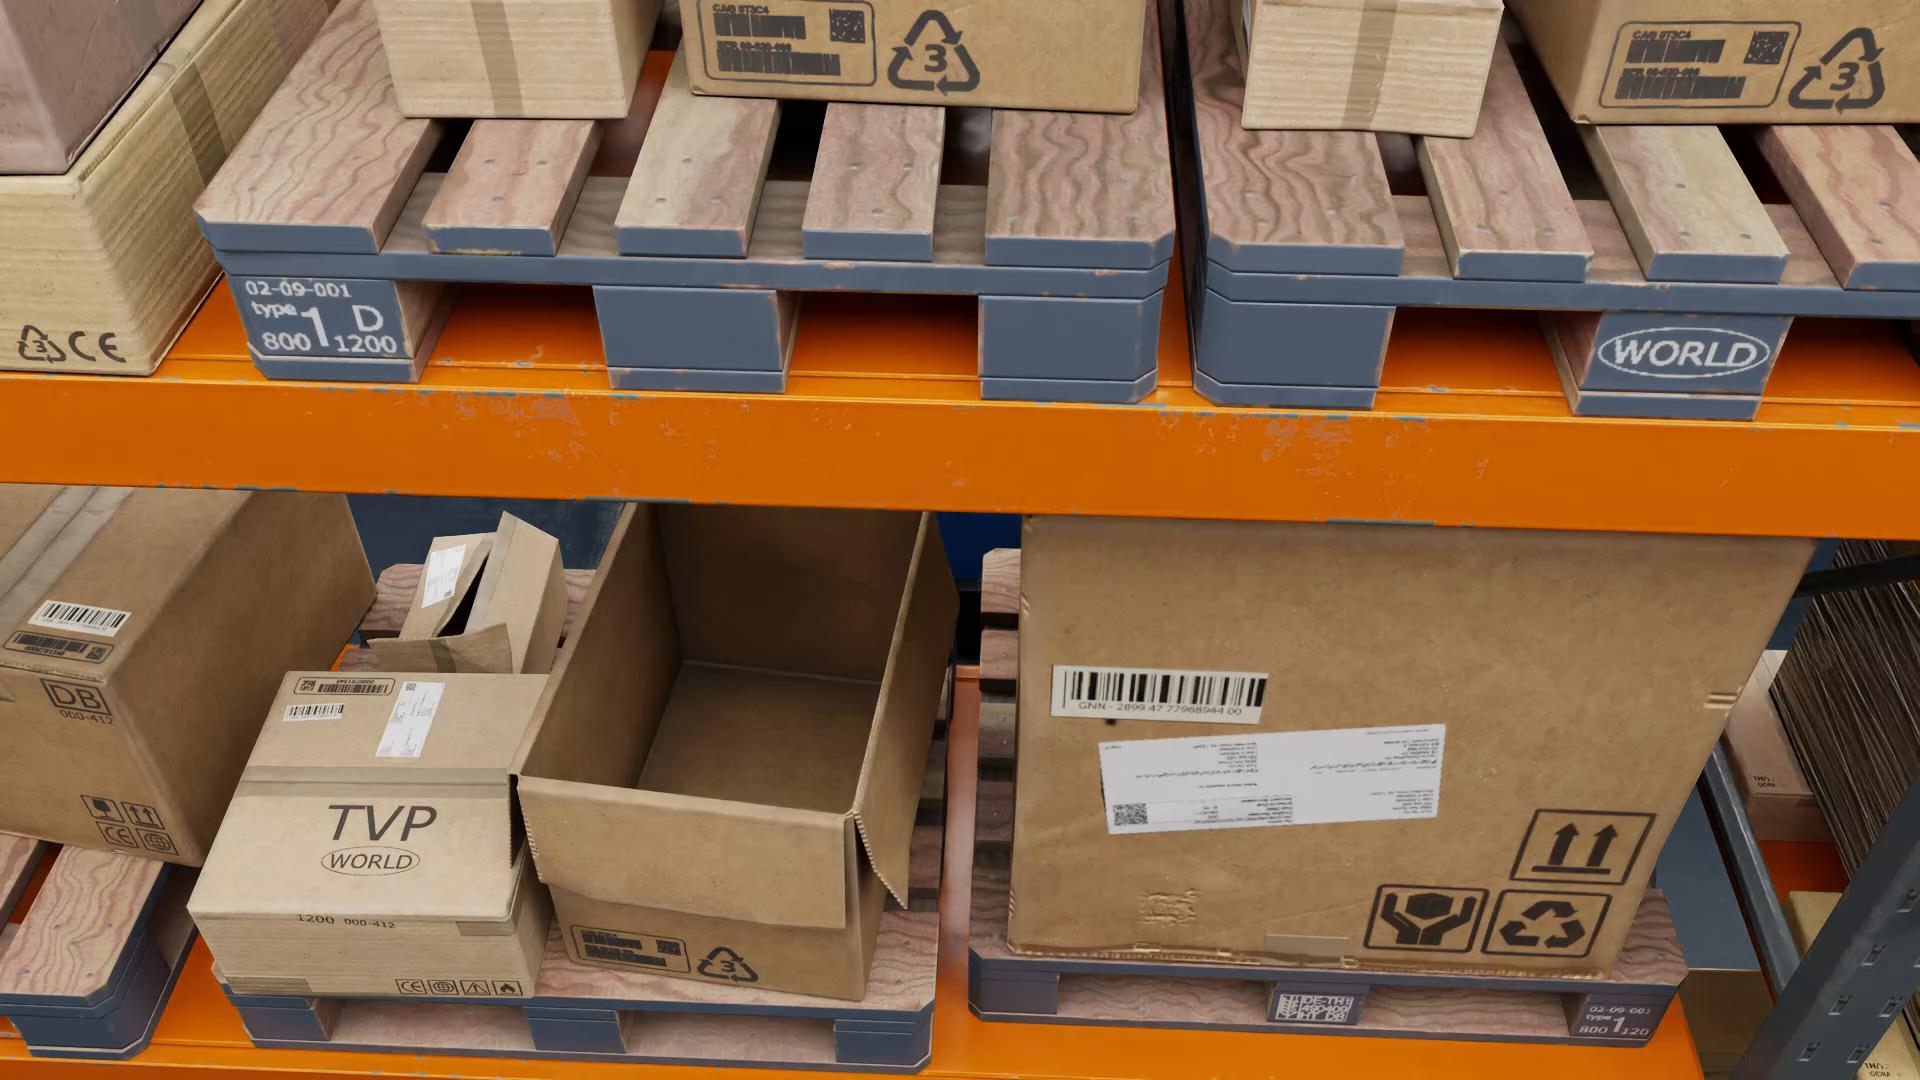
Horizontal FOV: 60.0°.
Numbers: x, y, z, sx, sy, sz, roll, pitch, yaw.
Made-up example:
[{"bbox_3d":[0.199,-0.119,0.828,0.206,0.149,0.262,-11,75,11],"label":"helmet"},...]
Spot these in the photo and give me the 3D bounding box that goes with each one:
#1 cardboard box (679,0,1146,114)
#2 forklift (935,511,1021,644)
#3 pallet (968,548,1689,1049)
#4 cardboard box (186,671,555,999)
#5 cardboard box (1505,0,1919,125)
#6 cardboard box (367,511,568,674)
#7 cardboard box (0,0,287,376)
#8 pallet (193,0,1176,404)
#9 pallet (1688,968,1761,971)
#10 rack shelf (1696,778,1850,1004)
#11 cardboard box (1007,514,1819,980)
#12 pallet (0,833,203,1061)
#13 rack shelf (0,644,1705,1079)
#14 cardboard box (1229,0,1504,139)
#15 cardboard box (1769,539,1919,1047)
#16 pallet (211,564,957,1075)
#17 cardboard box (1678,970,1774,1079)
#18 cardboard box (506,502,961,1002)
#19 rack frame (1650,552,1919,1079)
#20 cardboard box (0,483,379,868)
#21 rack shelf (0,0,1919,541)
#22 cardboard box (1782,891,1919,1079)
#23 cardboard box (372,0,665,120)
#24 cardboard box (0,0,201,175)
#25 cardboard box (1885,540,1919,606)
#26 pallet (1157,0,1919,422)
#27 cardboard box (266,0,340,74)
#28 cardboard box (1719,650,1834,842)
[{"bbox_3d":[-0.016,-0.895,1.926,0.637,0.503,0.797,3,43,4],"label":"cardboard box"},{"bbox_3d":[1.017,-1.072,4.750,3.031,2.935,1.130,0,43,0],"label":"forklift"},{"bbox_3d":[0.633,0.452,3.205,1.213,0.211,1.003,2,43,2],"label":"pallet"},{"bbox_3d":[-0.942,0.490,2.825,0.500,0.250,0.500,1,43,1],"label":"cardboard box"},{"bbox_3d":[0.925,-0.867,1.895,0.637,0.503,0.797,0,43,0],"label":"cardboard box"},{"bbox_3d":[-0.928,0.144,3.185,0.258,0.266,0.396,1,43,1],"label":"cardboard box"},{"bbox_3d":[-1.121,-0.448,1.940,0.500,0.250,0.500,3,43,3],"label":"cardboard box"},{"bbox_3d":[-0.258,-0.646,2.180,1.003,0.211,1.213,2,43,2],"label":"pallet"},{"bbox_3d":[2.063,1.521,3.963,1.213,0.211,1.003,2,43,2],"label":"pallet"},{"bbox_3d":[3.388,0.829,3.188,4.000,0.370,1.077,2,43,2],"label":"rack shelf"},{"bbox_3d":[0.603,0.011,2.789,1.000,1.000,1.000,2,43,2],"label":"cardboard box"},{"bbox_3d":[-1.889,0.401,3.260,1.003,0.211,1.213,2,43,2],"label":"pallet"},{"bbox_3d":[-0.608,0.706,3.319,4.000,0.370,1.077,2,43,2],"label":"rack shelf"},{"bbox_3d":[0.447,-0.659,1.846,0.258,0.266,0.396,3,43,3],"label":"cardboard box"},{"bbox_3d":[1.837,0.414,2.813,0.500,0.500,0.875,2,43,2],"label":"cardboard box"},{"bbox_3d":[-0.626,0.484,3.170,1.213,0.211,1.003,2,43,2],"label":"pallet"},{"bbox_3d":[1.788,1.304,3.675,0.500,0.500,0.500,1,43,1],"label":"cardboard box"},{"bbox_3d":[-0.346,0.322,2.820,0.637,0.503,0.797,6,43,6],"label":"cardboard box"},{"bbox_3d":[1.390,0.504,3.008,0.127,3.000,1.000,2,43,2],"label":"rack frame"},{"bbox_3d":[-1.502,0.129,3.029,0.500,0.500,0.700,8,44,8],"label":"cardboard box"},{"bbox_3d":[-0.608,-0.392,2.297,4.000,0.370,1.077,2,43,2],"label":"rack shelf"},{"bbox_3d":[1.591,0.807,2.867,0.250,0.149,0.380,2,43,2],"label":"cardboard box"},{"bbox_3d":[-0.487,-0.651,1.911,0.250,0.166,0.380,1,43,1],"label":"cardboard box"},{"bbox_3d":[-1.138,-0.718,1.679,0.500,0.500,0.500,1,43,1],"label":"cardboard box"},{"bbox_3d":[1.852,-0.181,2.718,0.500,0.500,0.500,2,43,2],"label":"cardboard box"},{"bbox_3d":[0.778,-0.616,2.148,1.003,0.211,1.213,2,43,2],"label":"pallet"},{"bbox_3d":[-1.122,-0.791,2.307,0.500,0.250,0.500,3,43,3],"label":"cardboard box"},{"bbox_3d":[1.618,0.402,3.302,0.250,0.149,0.380,2,43,2],"label":"cardboard box"}]
